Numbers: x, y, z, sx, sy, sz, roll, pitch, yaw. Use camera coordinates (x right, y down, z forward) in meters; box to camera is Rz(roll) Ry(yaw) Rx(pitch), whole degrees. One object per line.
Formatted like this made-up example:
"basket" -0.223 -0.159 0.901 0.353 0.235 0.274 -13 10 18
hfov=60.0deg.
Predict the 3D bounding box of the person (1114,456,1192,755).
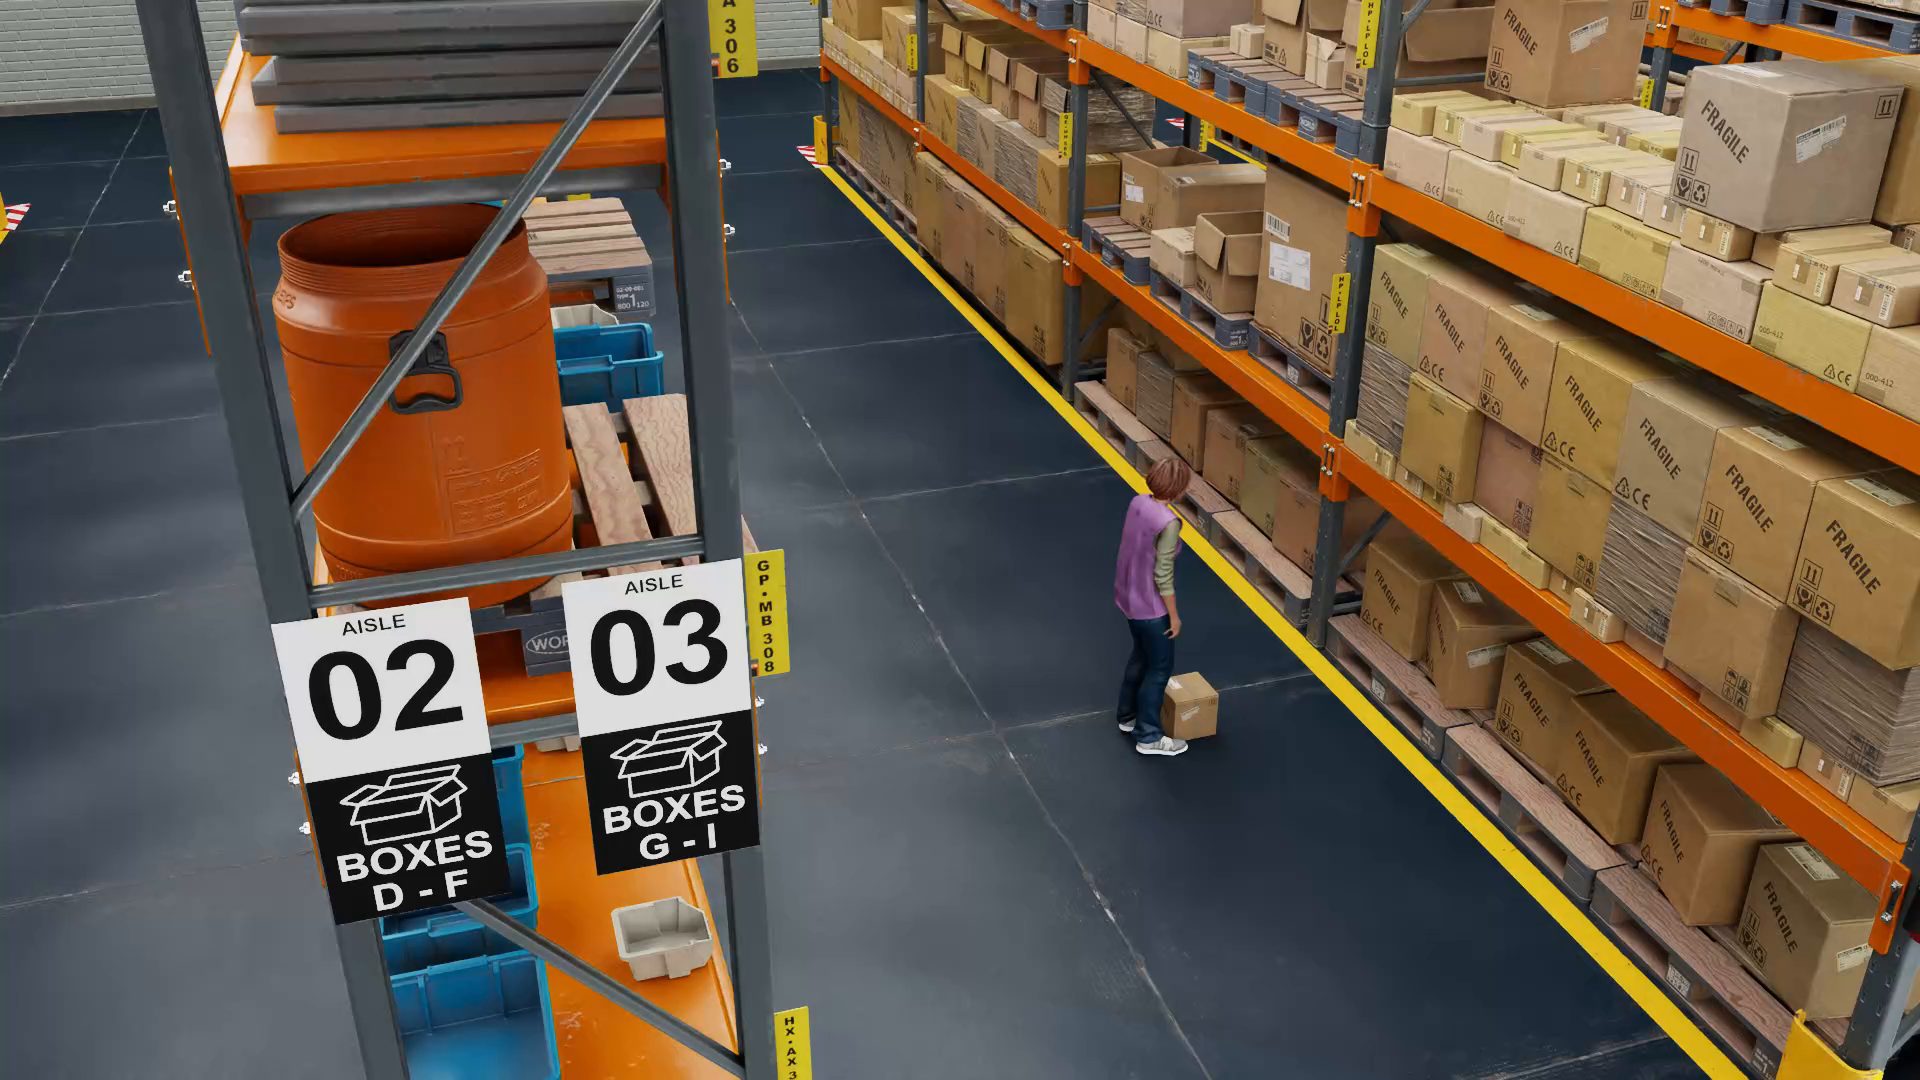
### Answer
"person" 0.977 0.327 8.480 0.350 1.591 0.472 -9 28 -17
